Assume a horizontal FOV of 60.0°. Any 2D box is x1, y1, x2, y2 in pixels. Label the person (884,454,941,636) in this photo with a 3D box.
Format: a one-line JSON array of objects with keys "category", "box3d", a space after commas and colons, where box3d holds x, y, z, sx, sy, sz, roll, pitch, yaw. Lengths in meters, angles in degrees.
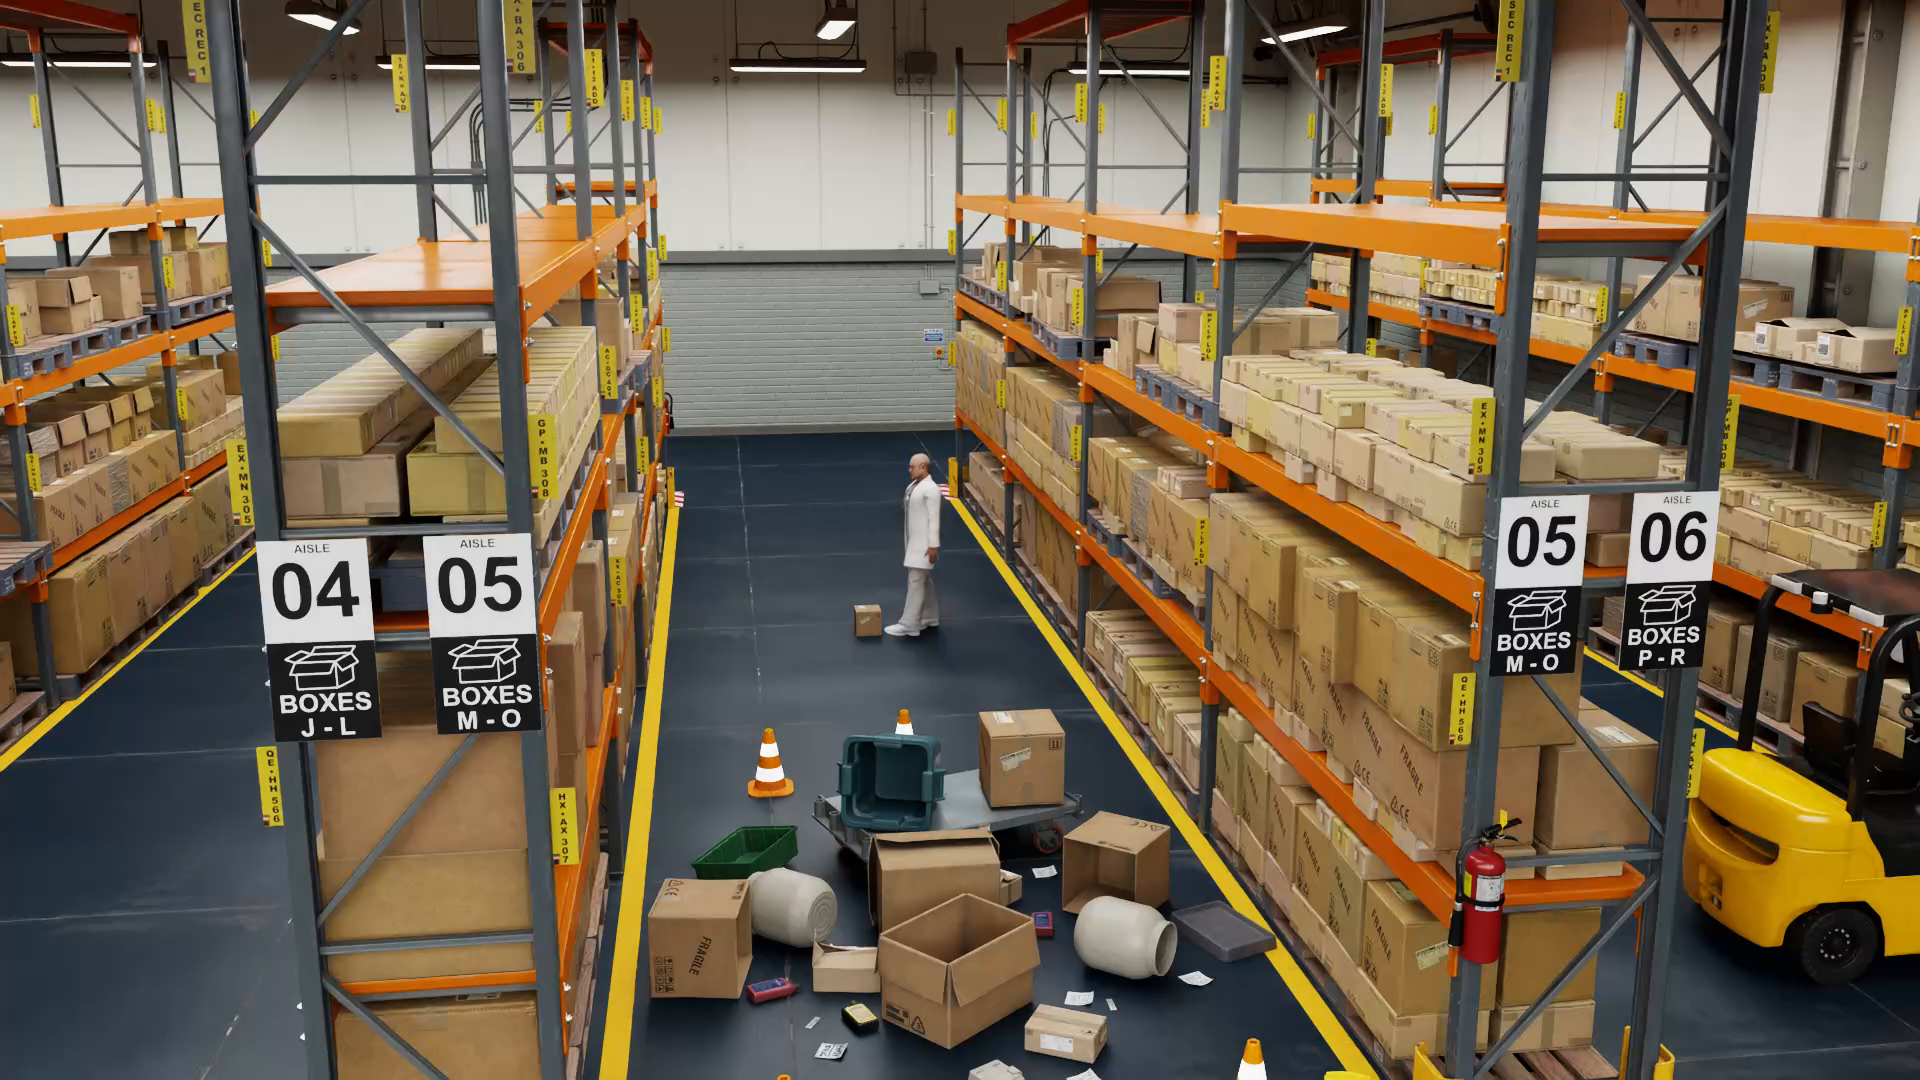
[{"category": "person", "box3d": [-0.477, 0.042, 16.306, 0.674, 1.777, 0.614, -5, 14, -20]}]
